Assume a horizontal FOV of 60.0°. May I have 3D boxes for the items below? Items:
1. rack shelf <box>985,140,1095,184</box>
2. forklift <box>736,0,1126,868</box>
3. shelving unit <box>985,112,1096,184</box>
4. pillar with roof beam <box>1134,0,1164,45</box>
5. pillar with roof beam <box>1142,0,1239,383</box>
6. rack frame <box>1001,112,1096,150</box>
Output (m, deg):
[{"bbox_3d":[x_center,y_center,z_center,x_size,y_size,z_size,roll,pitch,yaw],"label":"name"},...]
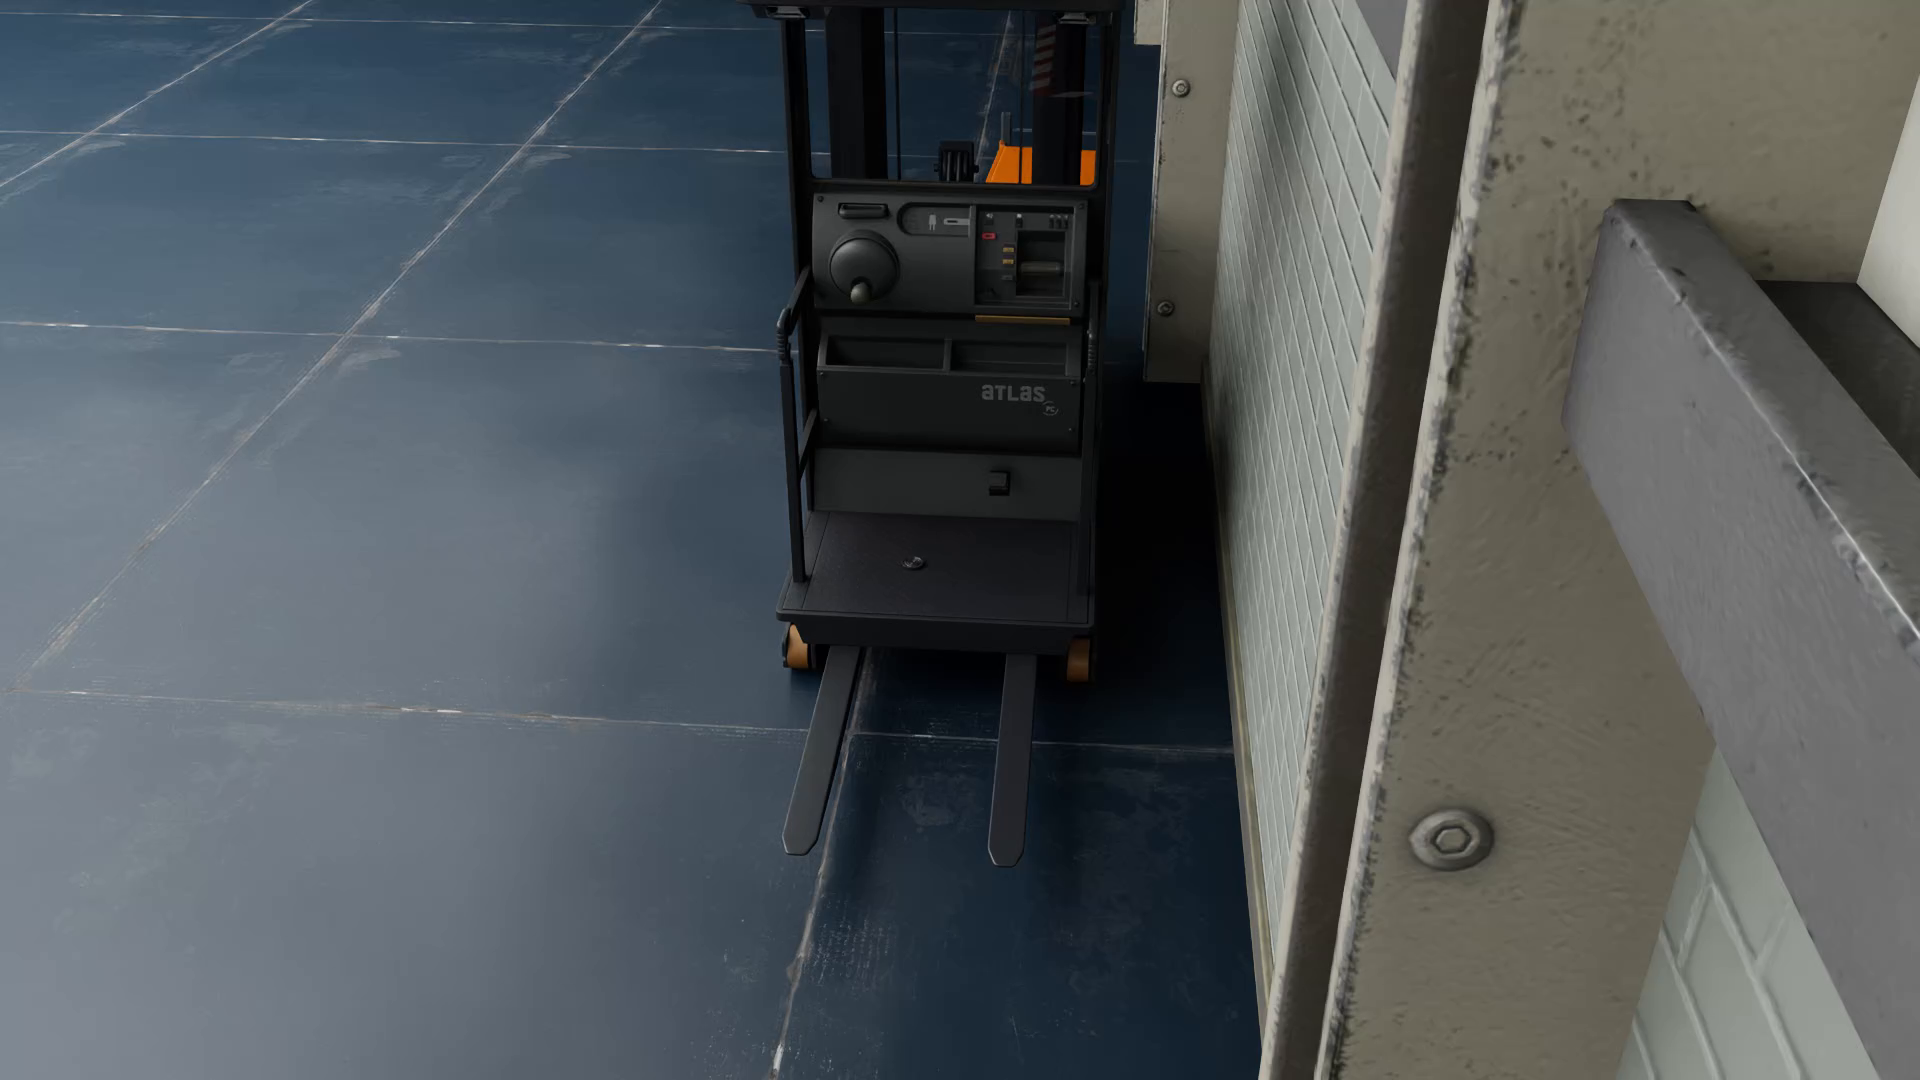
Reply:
[{"bbox_3d":[0.366,-1.517,7.581,0.538,0.278,1.000,5,32,8],"label":"rack shelf"},{"bbox_3d":[-0.051,-0.922,5.453,1.130,2.935,3.031,2,32,4],"label":"forklift"},{"bbox_3d":[0.366,-1.268,7.735,0.538,1.125,1.048,5,32,8],"label":"shelving unit"},{"bbox_3d":[-2.751,-8.012,11.174,9.100,9.000,0.400,2,32,4],"label":"pillar with roof beam"},{"bbox_3d":[-3.240,-4.875,6.083,9.100,9.000,0.400,2,32,4],"label":"pillar with roof beam"},{"bbox_3d":[0.447,-1.531,8.162,0.500,1.125,0.032,5,32,8],"label":"rack frame"}]
